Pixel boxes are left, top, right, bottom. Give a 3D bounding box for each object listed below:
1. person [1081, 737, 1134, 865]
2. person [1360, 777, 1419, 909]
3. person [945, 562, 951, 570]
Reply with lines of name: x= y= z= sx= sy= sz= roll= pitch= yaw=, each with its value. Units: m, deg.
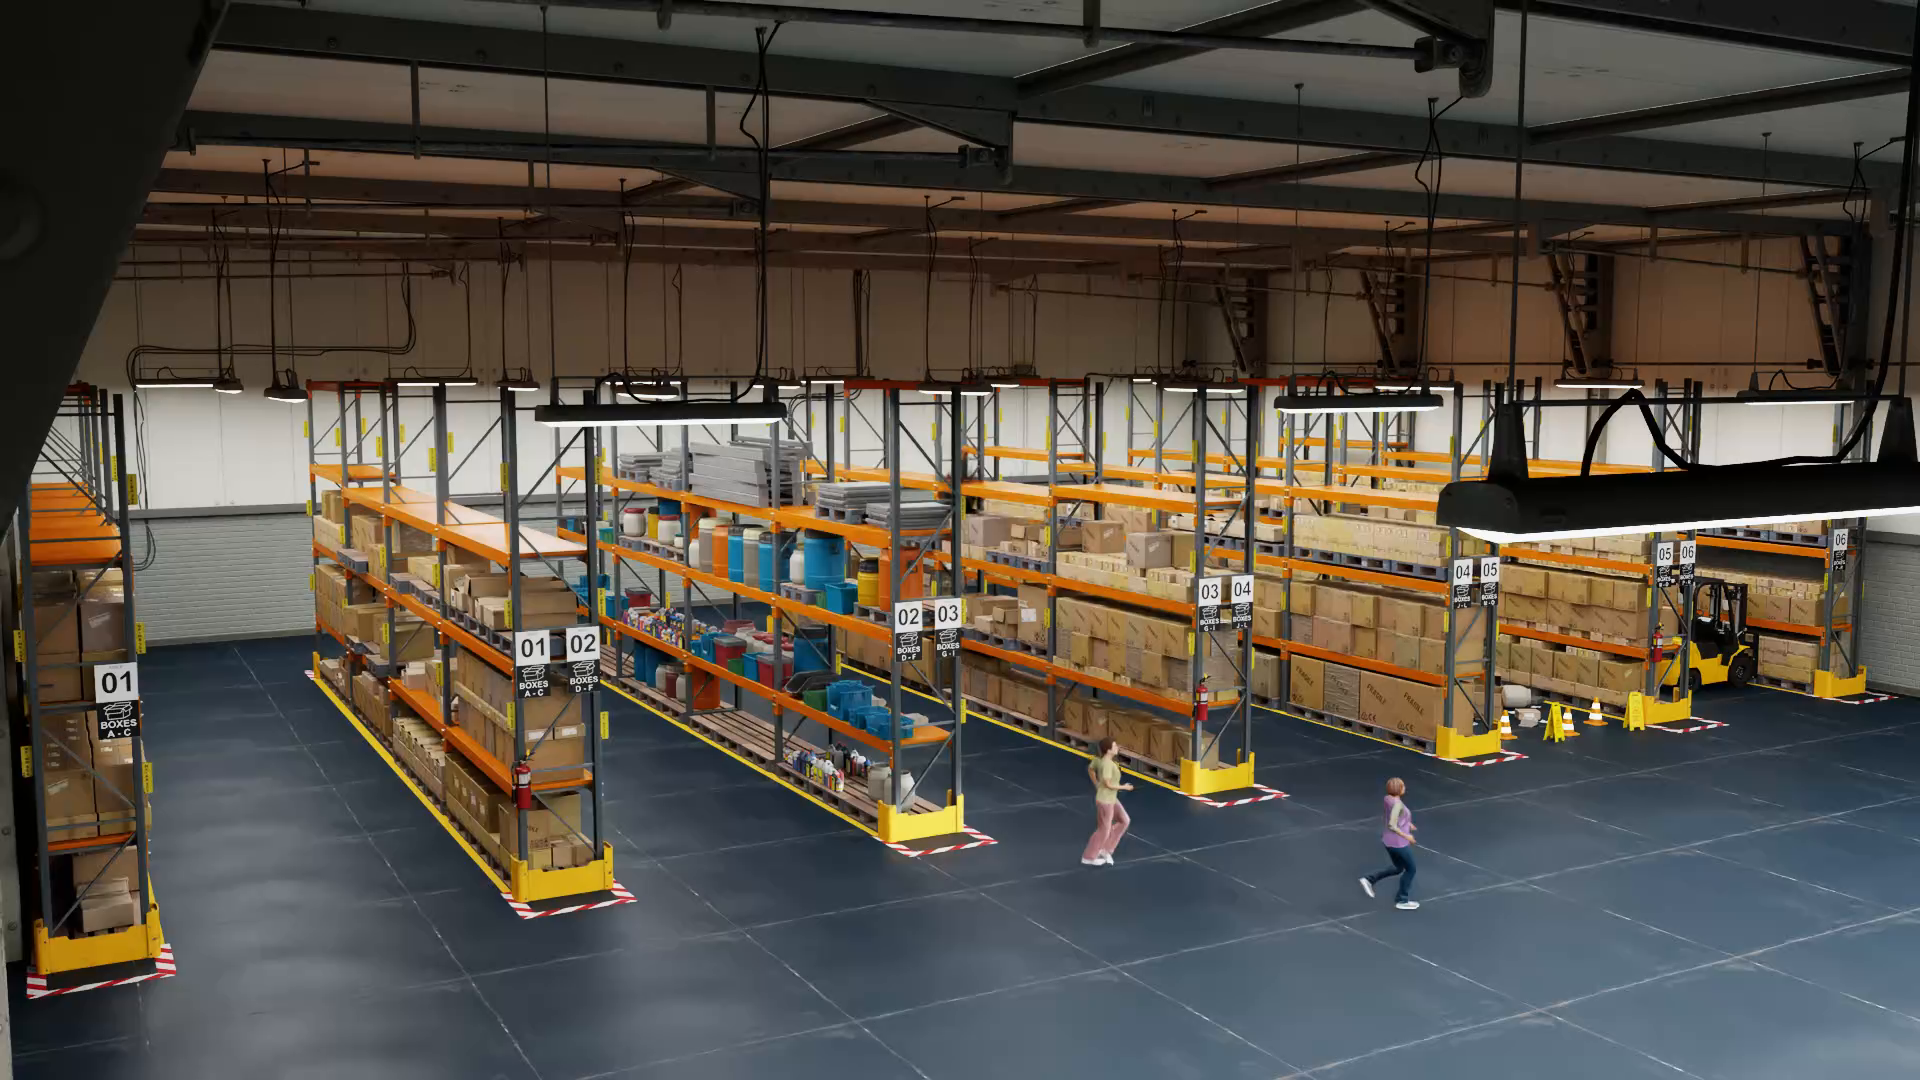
person: x=1.853 y=3.295 z=20.855 sx=0.649 sy=1.670 sz=0.577 roll=0 pitch=6 yaw=4
person: x=5.012 y=3.513 z=19.253 sx=0.672 sy=1.553 sz=0.542 roll=0 pitch=6 yaw=-3
person: x=-0.145 y=1.005 z=41.840 sx=0.864 sy=1.796 sz=0.675 roll=-3 pitch=7 yaw=-27
